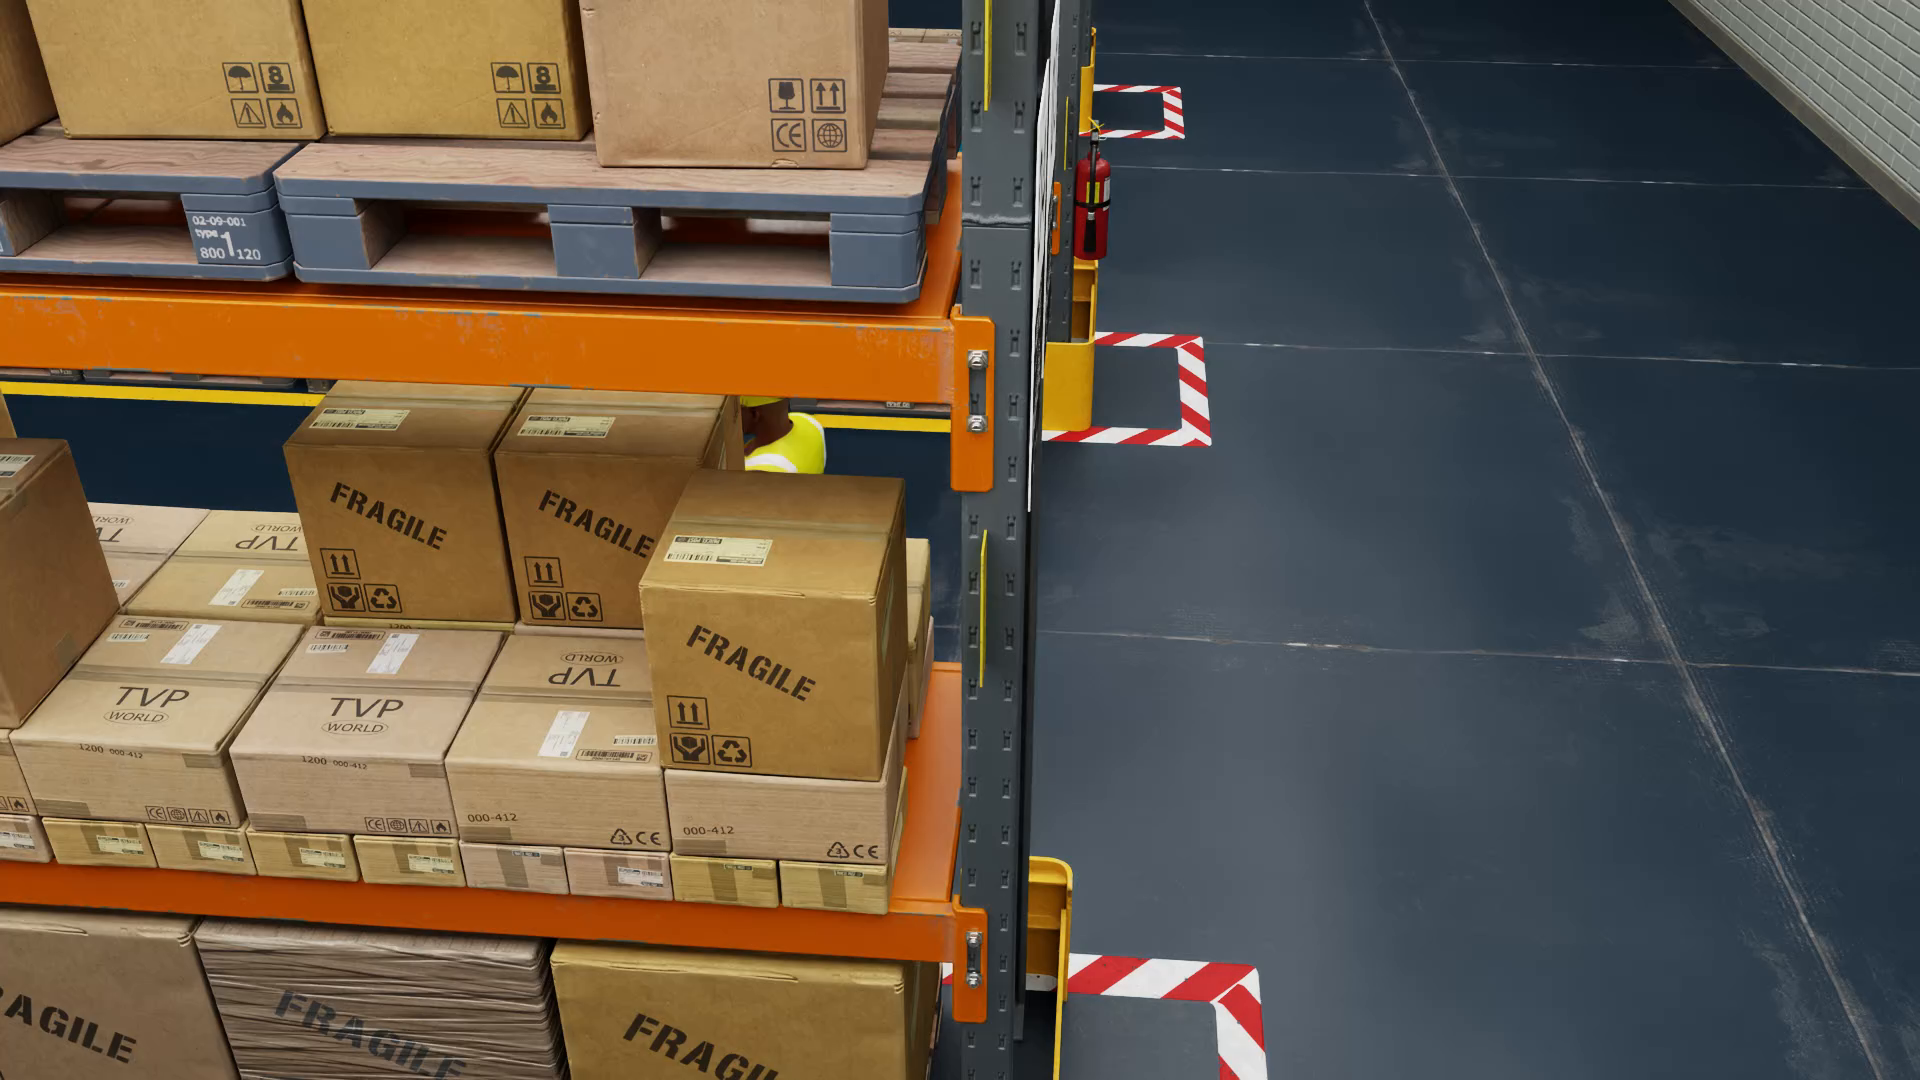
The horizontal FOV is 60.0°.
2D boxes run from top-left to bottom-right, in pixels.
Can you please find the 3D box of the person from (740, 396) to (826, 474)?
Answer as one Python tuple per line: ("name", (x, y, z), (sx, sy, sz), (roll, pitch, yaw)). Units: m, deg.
("person", (-0.655, 0.154, 5.857), (0.355, 1.770, 0.576), (4, 32, 6))
